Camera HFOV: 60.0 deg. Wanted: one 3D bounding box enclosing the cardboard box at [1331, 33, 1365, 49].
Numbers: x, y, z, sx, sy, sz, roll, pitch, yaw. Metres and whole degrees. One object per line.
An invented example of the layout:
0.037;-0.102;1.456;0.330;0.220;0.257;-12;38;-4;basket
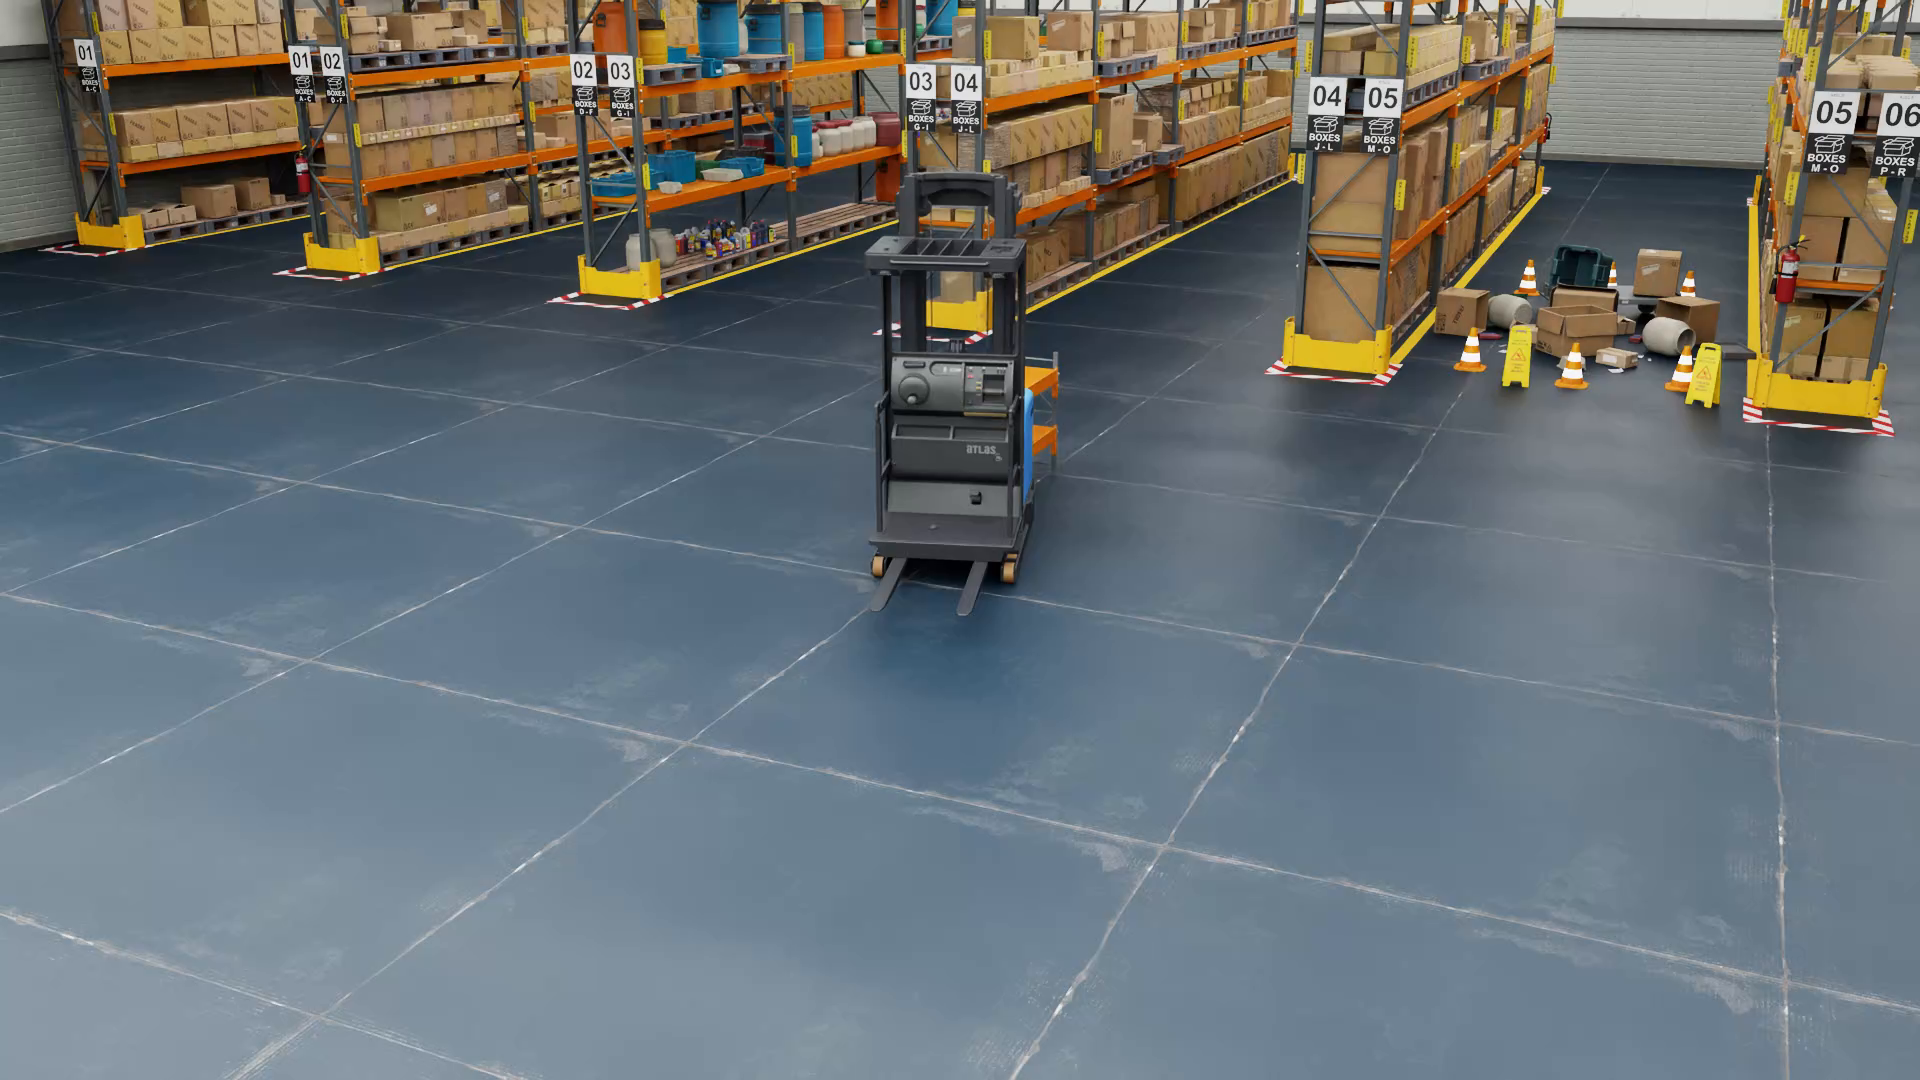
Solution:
4.347;-5.629;18.751;0.380;0.149;0.250;9;21;24;cardboard box

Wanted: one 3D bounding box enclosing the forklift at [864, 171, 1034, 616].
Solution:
-0.082;-1.174;12.396;1.130;2.935;3.031;3;20;7;forklift

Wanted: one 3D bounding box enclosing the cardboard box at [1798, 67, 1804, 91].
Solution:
10.076;-5.369;19.393;0.500;0.250;0.500;8;21;22;cardboard box

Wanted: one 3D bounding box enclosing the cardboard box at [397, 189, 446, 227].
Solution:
-8.391;-5.178;25.909;0.500;0.500;0.500;9;21;23;cardboard box

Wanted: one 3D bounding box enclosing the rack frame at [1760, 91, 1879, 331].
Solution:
10.506;-3.983;20.193;1.000;3.000;0.127;9;21;23;rack frame

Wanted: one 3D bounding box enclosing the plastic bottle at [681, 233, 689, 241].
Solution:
-4.155;-4.461;24.945;0.152;0.276;0.135;8;21;21;plastic bottle

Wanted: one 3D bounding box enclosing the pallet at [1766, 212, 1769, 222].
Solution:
14.164;-5.337;28.160;1.003;0.211;1.213;9;21;23;pallet

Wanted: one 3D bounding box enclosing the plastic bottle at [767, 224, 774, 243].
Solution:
-2.950;-4.758;25.768;0.061;0.283;0.133;10;22;25;plastic bottle

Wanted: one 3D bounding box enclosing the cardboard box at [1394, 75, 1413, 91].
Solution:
4.743;-5.010;18.201;0.380;0.149;0.250;9;21;23;cardboard box

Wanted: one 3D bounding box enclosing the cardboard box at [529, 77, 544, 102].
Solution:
-9.189;-9.539;35.192;0.500;0.500;0.500;9;21;23;cardboard box

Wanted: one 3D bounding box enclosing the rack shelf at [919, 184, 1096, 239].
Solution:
0.646;-4.393;22.418;1.077;0.370;4.000;9;21;23;rack shelf

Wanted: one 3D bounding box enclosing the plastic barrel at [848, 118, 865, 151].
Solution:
-1.815;-6.826;28.018;0.421;0.512;0.421;0;20;0;plastic barrel

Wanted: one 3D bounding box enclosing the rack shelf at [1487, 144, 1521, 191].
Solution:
8.405;-6.127;27.294;1.077;0.370;4.000;9;21;23;rack shelf

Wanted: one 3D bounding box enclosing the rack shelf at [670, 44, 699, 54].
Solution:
-5.115;-9.612;32.617;1.077;0.370;4.000;9;21;23;rack shelf

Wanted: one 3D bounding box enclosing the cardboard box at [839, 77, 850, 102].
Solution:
-2.802;-10.086;37.203;0.500;0.500;0.500;9;21;23;cardboard box

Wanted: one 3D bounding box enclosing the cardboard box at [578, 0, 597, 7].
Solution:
-8.269;-11.948;36.441;0.500;0.500;0.500;8;21;22;cardboard box

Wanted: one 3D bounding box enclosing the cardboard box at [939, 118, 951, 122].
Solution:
0.026;-5.134;21.344;0.500;0.500;0.500;9;21;23;cardboard box

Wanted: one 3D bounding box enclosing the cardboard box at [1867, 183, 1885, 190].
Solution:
10.346;-3.842;19.203;0.500;0.500;0.500;9;22;25;cardboard box

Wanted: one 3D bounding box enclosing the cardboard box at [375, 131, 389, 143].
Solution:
-8.747;-6.005;24.760;0.380;0.149;0.250;8;21;21;cardboard box

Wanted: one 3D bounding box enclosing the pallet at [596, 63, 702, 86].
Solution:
-4.264;-6.364;22.692;1.003;0.211;1.213;9;21;23;pallet

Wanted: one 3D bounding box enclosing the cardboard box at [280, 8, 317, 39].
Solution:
-11.796;-9.197;29.599;0.500;0.500;0.500;12;23;30;cardboard box

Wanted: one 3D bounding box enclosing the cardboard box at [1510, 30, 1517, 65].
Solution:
8.461;-7.760;26.187;0.500;0.500;0.500;9;21;23;cardboard box

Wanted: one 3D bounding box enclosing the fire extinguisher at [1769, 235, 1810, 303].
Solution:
8.400;-2.752;16.847;0.296;0.674;0.183;9;21;23;fire extinguisher

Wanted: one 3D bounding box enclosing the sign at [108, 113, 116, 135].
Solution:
-13.235;-6.493;25.957;0.100;0.325;0.005;9;21;23;sign

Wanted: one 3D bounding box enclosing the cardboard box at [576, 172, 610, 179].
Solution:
-6.547;-6.432;29.719;0.500;0.311;0.500;9;22;24;cardboard box

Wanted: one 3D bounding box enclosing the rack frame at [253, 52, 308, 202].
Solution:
-12.092;-7.382;29.750;1.000;3.000;0.127;9;21;23;rack frame

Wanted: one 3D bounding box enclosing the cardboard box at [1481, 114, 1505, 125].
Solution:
8.703;-6.889;27.224;0.380;0.149;0.250;8;21;20;cardboard box

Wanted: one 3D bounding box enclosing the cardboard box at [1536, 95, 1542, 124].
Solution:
10.498;-8.002;30.898;0.500;0.500;0.500;9;21;23;cardboard box

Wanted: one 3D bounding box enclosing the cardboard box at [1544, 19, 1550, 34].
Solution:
10.485;-9.390;30.396;0.500;0.250;0.500;9;21;23;cardboard box

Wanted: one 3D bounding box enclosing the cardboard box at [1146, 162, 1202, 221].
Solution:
3.404;-5.971;28.326;1.225;0.875;0.875;8;21;20;cardboard box

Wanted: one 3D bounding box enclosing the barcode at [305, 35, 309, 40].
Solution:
-9.526;-7.326;24.249;0.001;0.075;0.075;9;21;23;barcode

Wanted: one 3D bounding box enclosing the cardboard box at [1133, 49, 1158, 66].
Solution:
2.733;-7.423;25.612;0.500;0.250;0.500;9;22;24;cardboard box

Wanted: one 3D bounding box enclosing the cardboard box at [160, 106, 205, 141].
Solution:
-12.832;-6.863;27.365;0.500;0.500;0.500;8;21;21;cardboard box

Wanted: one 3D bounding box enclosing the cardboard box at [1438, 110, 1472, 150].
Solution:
6.979;-5.925;24.011;0.700;0.500;0.500;8;21;22;cardboard box

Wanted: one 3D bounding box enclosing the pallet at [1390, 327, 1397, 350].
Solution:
4.566;-2.350;19.762;1.003;0.211;1.213;9;21;23;pallet

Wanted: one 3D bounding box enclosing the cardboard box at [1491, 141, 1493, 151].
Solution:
8.174;-6.208;26.195;0.380;0.149;0.250;10;22;25;cardboard box

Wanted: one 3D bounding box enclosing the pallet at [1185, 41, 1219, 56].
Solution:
3.773;-8.437;28.520;1.003;0.211;1.213;10;22;25;pallet

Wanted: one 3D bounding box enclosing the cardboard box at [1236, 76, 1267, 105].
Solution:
5.587;-8.632;31.925;0.500;0.500;0.500;8;21;21;cardboard box

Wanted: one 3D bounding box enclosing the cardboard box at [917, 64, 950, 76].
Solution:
-0.344;-5.779;20.393;0.380;0.149;0.250;9;21;23;cardboard box

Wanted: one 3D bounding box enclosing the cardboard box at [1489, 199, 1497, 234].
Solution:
8.311;-5.210;26.746;0.500;0.500;0.500;9;21;23;cardboard box

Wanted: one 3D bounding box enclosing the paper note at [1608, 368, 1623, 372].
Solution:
7.439;-1.924;18.833;0.148;0.019;0.142;1;20;4;paper note

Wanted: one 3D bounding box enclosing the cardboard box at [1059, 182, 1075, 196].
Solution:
1.376;-4.884;23.100;0.380;0.149;0.250;9;21;23;cardboard box

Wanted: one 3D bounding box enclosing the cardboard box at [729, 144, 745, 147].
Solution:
-4.446;-7.839;34.107;0.500;0.500;0.500;9;21;23;cardboard box

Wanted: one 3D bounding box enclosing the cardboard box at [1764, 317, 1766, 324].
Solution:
9.594;-2.415;19.260;0.500;0.250;0.500;8;21;22;cardboard box

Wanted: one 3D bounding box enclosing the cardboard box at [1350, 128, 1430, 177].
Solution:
5.300;-4.773;20.577;0.875;0.550;0.550;9;21;23;cardboard box

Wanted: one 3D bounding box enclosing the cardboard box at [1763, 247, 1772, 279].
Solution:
11.608;-3.768;22.882;0.950;0.372;0.625;8;21;22;cardboard box

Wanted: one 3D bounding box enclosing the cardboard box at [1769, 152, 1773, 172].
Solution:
12.712;-5.796;25.512;0.500;0.250;0.500;8;21;22;cardboard box

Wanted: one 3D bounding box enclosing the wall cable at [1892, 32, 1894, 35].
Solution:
19.006;-9.666;34.656;0.588;1.984;0.122;9;21;23;wall cable

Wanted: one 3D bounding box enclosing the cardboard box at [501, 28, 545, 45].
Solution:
-7.311;-8.431;27.820;0.500;0.250;0.500;11;22;28;cardboard box

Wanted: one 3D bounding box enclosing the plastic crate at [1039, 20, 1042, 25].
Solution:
1.448;-10.963;35.538;0.497;0.269;0.590;9;21;23;plastic crate

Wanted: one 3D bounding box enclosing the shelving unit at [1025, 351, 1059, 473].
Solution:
0.445;-1.019;14.655;0.538;1.125;1.048;8;21;22;shelving unit

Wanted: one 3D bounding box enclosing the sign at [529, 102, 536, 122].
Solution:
-7.065;-7.073;27.471;0.100;0.325;0.005;9;21;23;sign

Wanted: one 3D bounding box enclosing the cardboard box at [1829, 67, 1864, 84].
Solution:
9.116;-4.800;17.197;0.380;0.149;0.250;9;21;23;cardboard box

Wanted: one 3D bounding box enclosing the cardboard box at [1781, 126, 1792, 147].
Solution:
11.748;-5.485;23.197;0.500;0.500;0.500;8;21;21;cardboard box

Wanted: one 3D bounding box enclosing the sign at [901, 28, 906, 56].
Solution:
-0.672;-6.033;20.159;0.100;0.325;0.005;9;21;23;sign

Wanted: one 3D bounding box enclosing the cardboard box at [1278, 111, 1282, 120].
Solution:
6.221;-8.506;33.286;0.380;0.149;0.250;9;21;24;cardboard box
